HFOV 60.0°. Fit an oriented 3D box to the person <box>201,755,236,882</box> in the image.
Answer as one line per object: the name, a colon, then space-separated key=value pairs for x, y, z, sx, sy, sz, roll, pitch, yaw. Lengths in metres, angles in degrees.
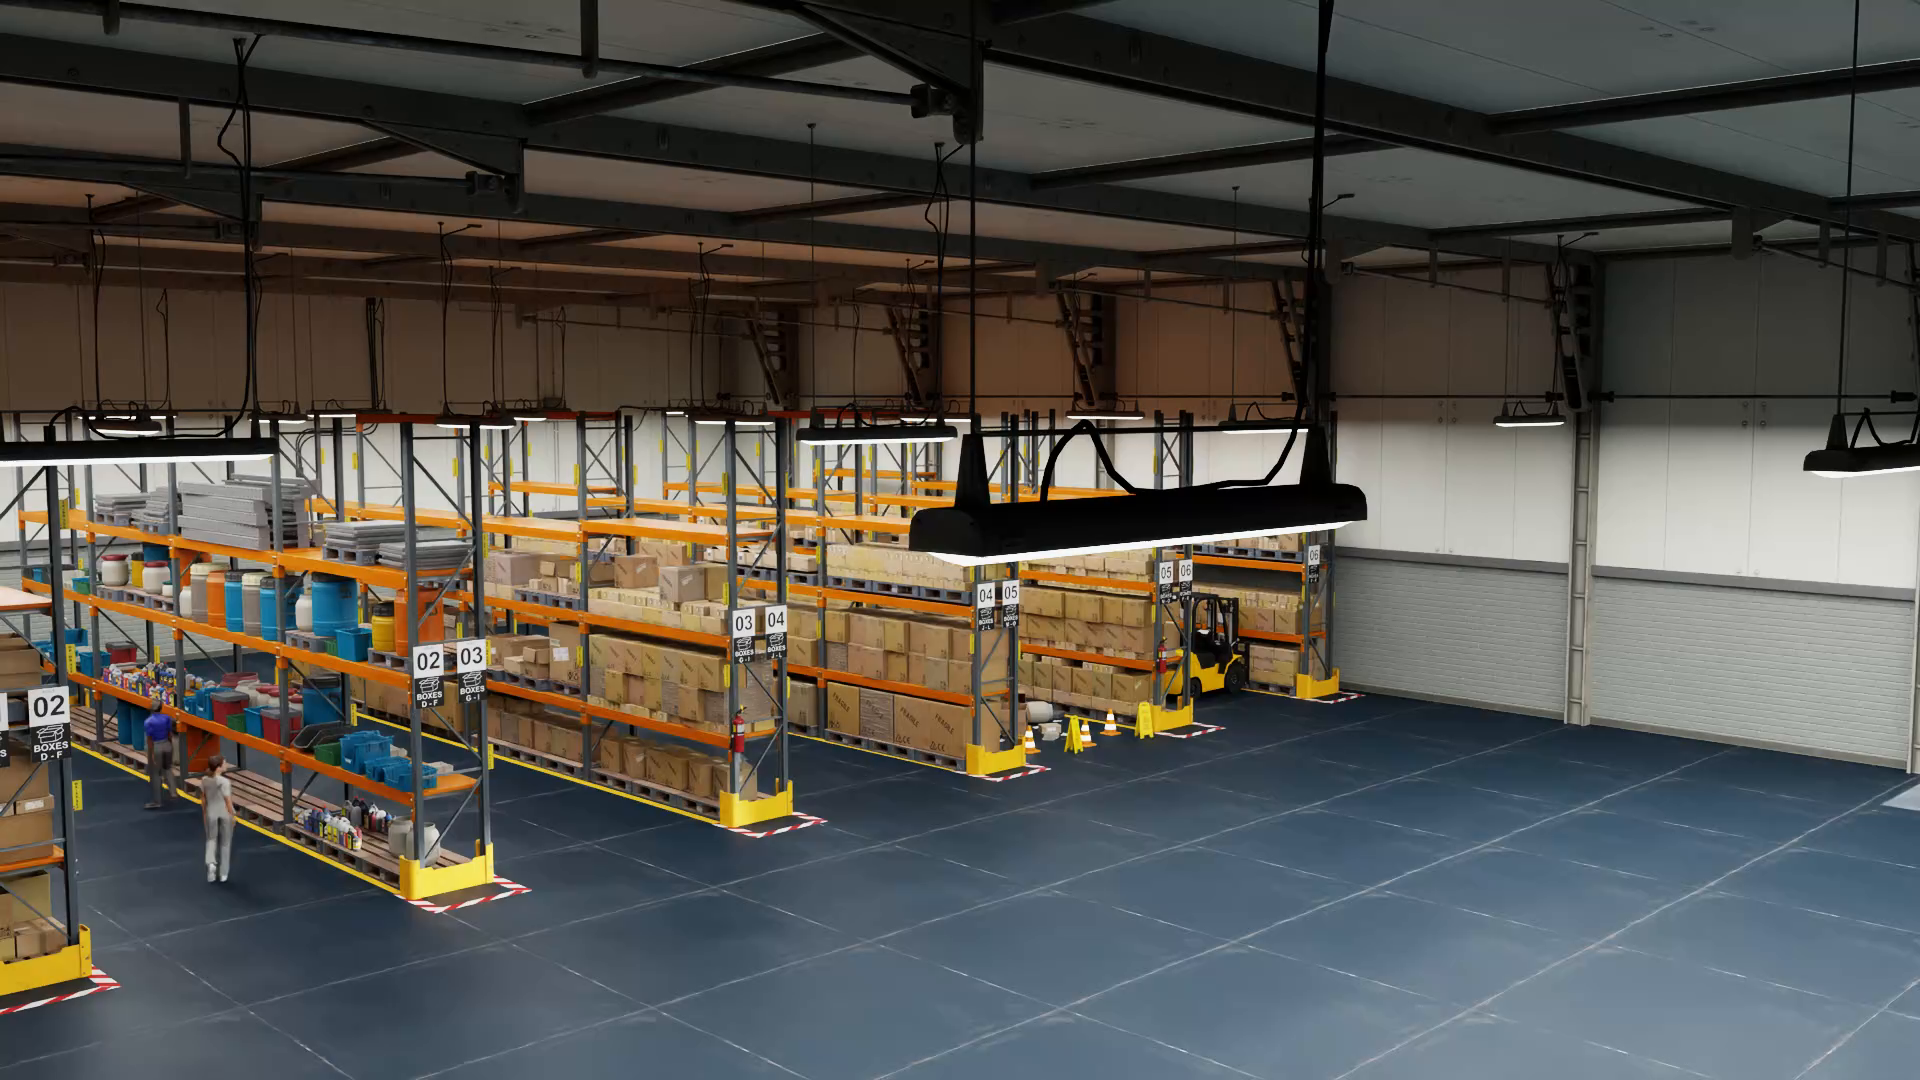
person: x=-9.623 y=3.614 z=21.558 sx=0.430 sy=1.663 sz=0.524 roll=-1 pitch=5 yaw=-12

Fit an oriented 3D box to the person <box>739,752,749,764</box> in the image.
person: x=-3.766 y=3.031 z=28.566 sx=0.474 sy=1.726 sz=0.607 roll=-3 pitch=6 yaw=-30

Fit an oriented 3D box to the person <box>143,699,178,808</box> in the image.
person: x=-12.334 y=3.267 z=25.604 sx=0.354 sy=1.662 sz=0.501 roll=3 pitch=6 yaw=28
